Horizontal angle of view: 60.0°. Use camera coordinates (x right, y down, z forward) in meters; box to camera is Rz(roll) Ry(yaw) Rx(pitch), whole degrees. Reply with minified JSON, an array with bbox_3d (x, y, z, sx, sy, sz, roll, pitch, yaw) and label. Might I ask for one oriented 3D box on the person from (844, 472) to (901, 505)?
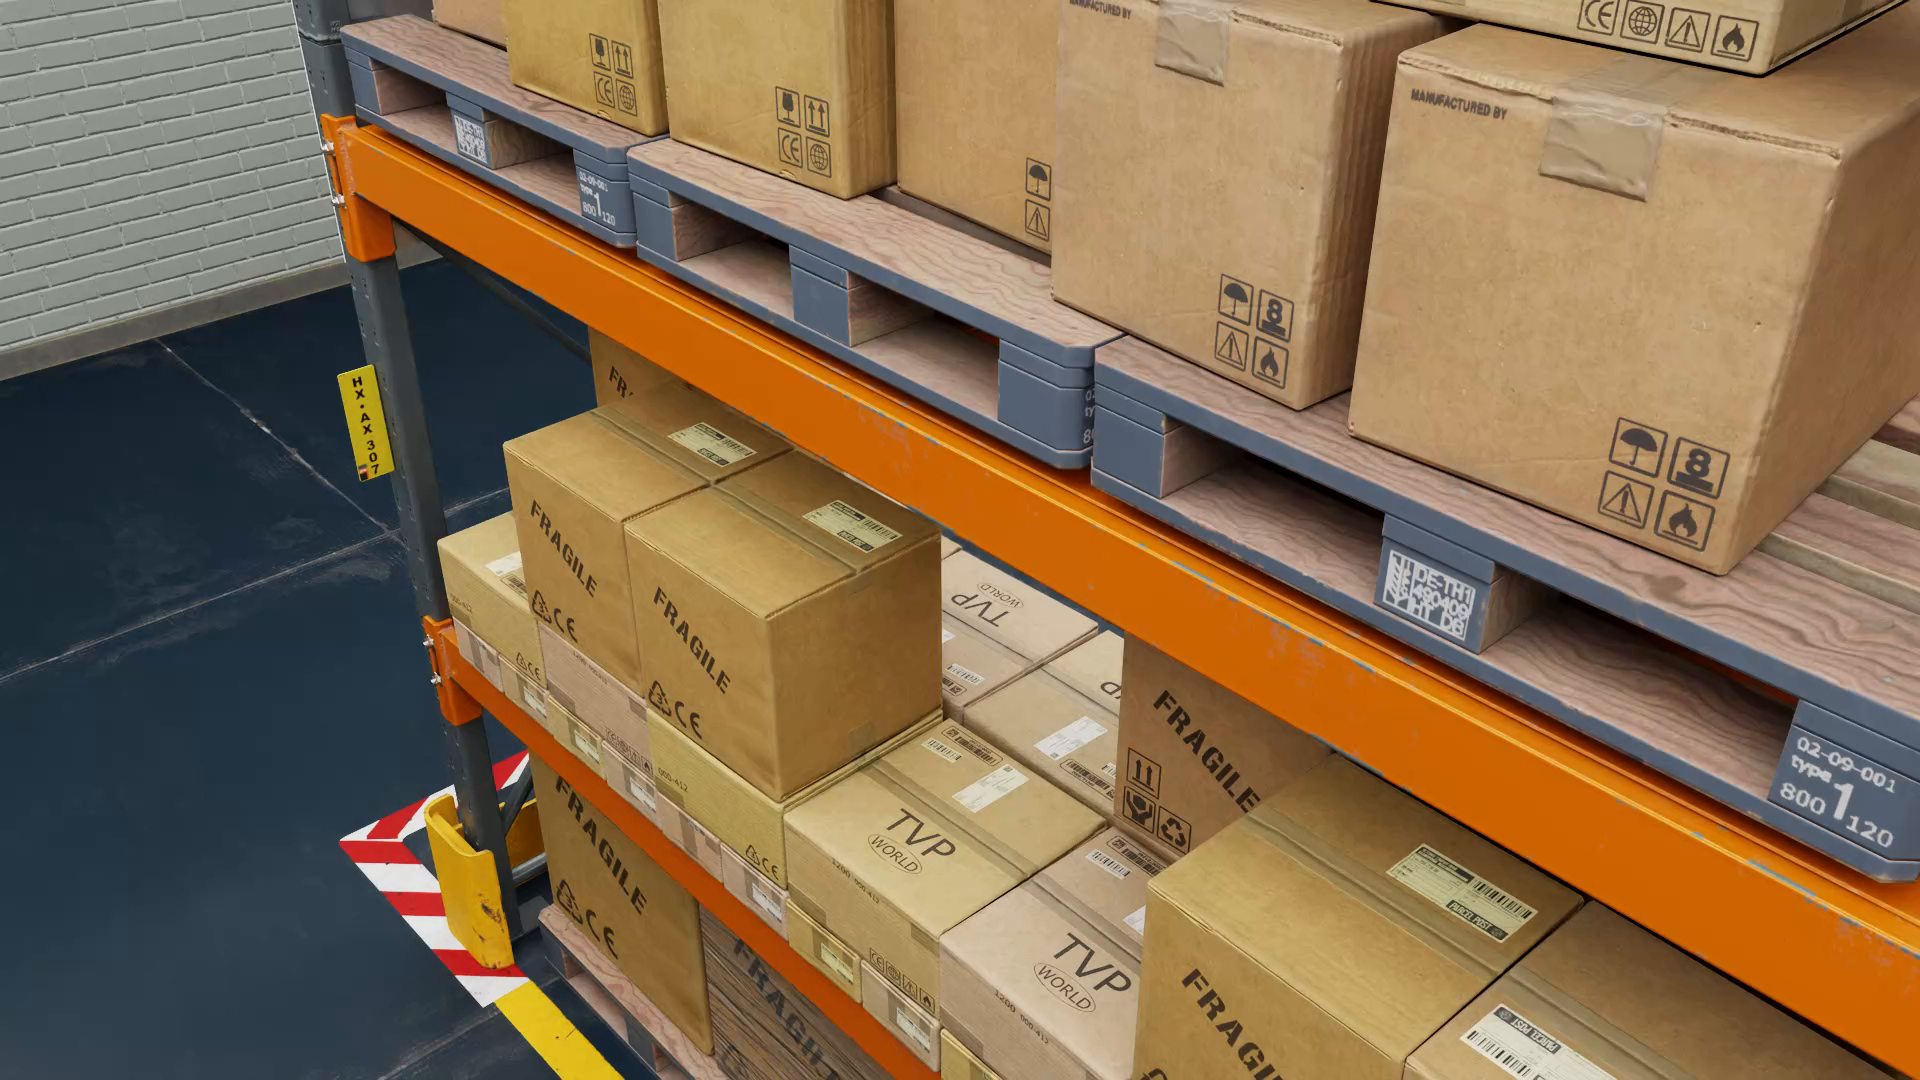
[{"bbox_3d":[-0.439,-0.160,6.402,1.113,1.700,0.661,16,35,24],"label":"person"}]
